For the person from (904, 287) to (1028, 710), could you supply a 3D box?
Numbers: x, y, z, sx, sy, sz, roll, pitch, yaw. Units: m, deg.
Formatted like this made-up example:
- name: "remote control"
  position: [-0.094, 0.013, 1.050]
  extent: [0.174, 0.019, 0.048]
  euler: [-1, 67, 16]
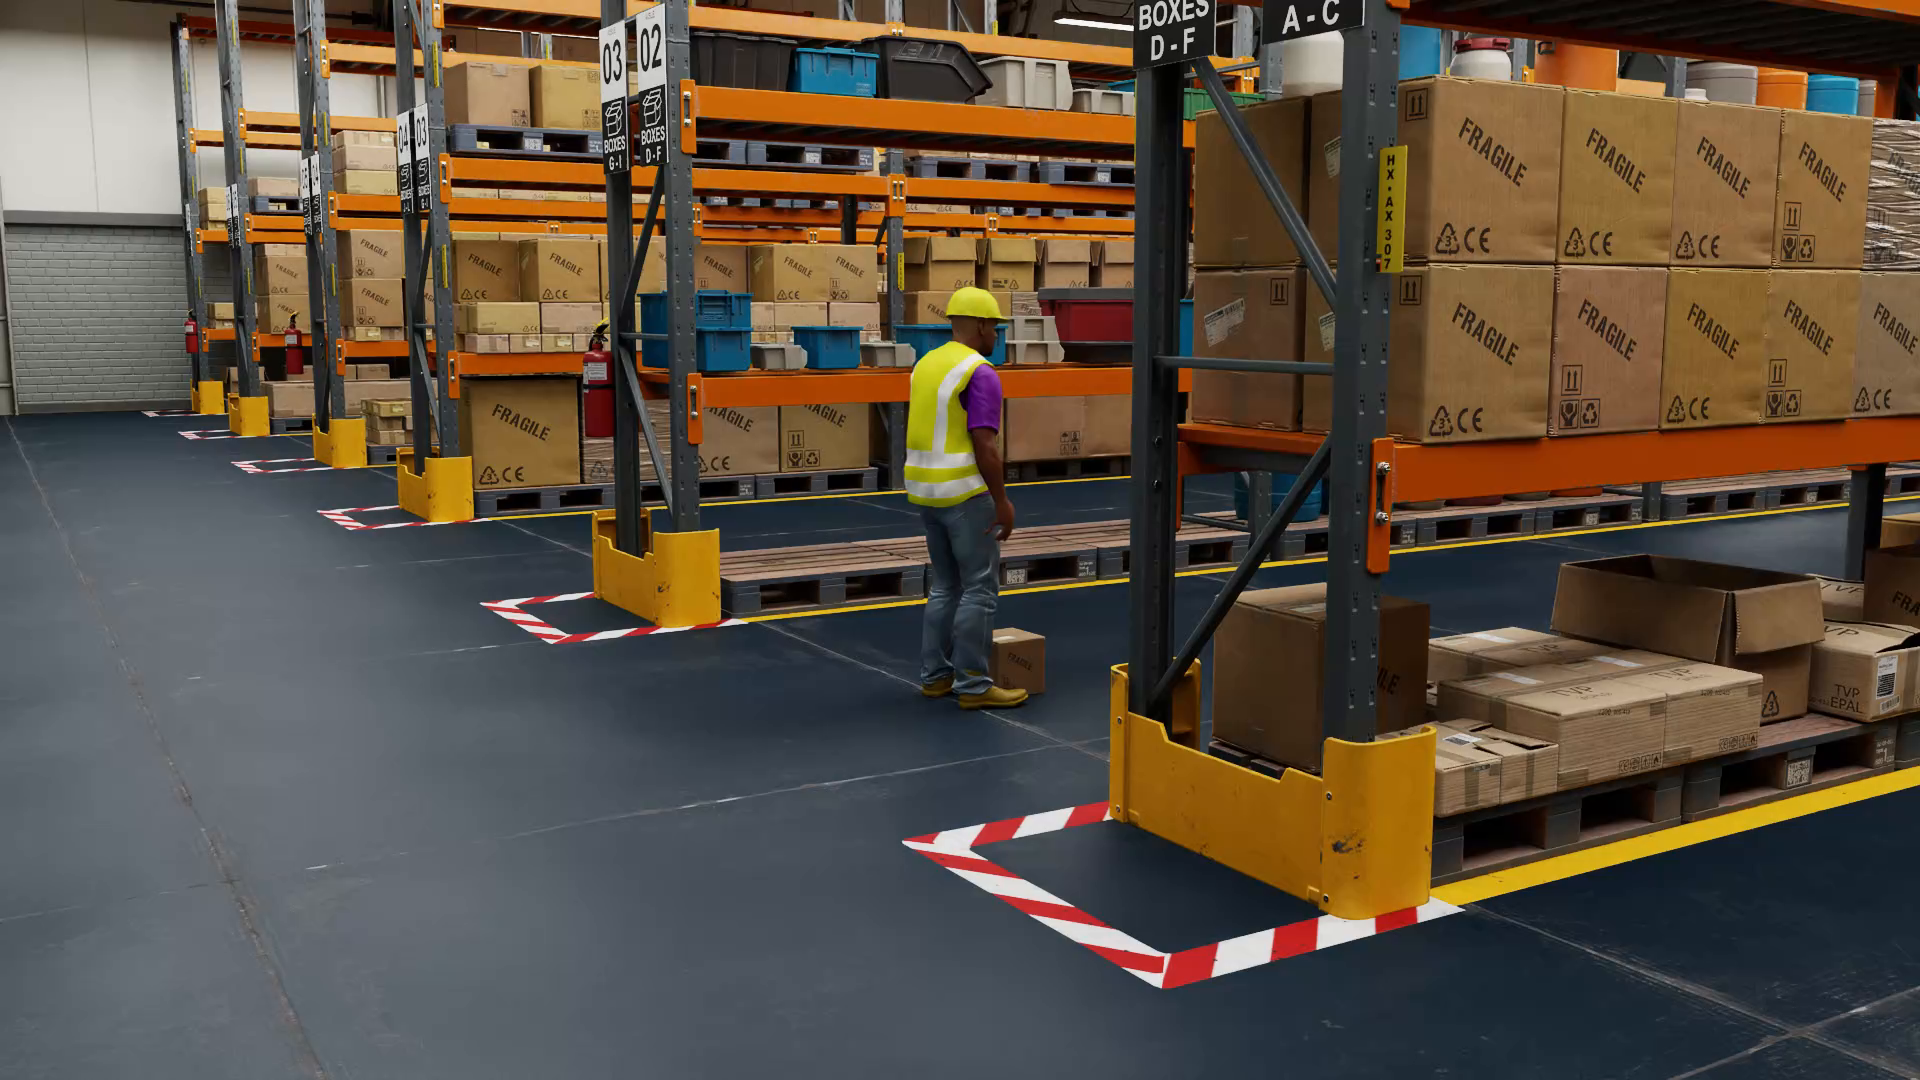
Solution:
- name: "person"
  position: [0.016, -0.188, 7.078]
  extent: [0.458, 1.761, 0.626]
  euler: [-5, 9, -31]
